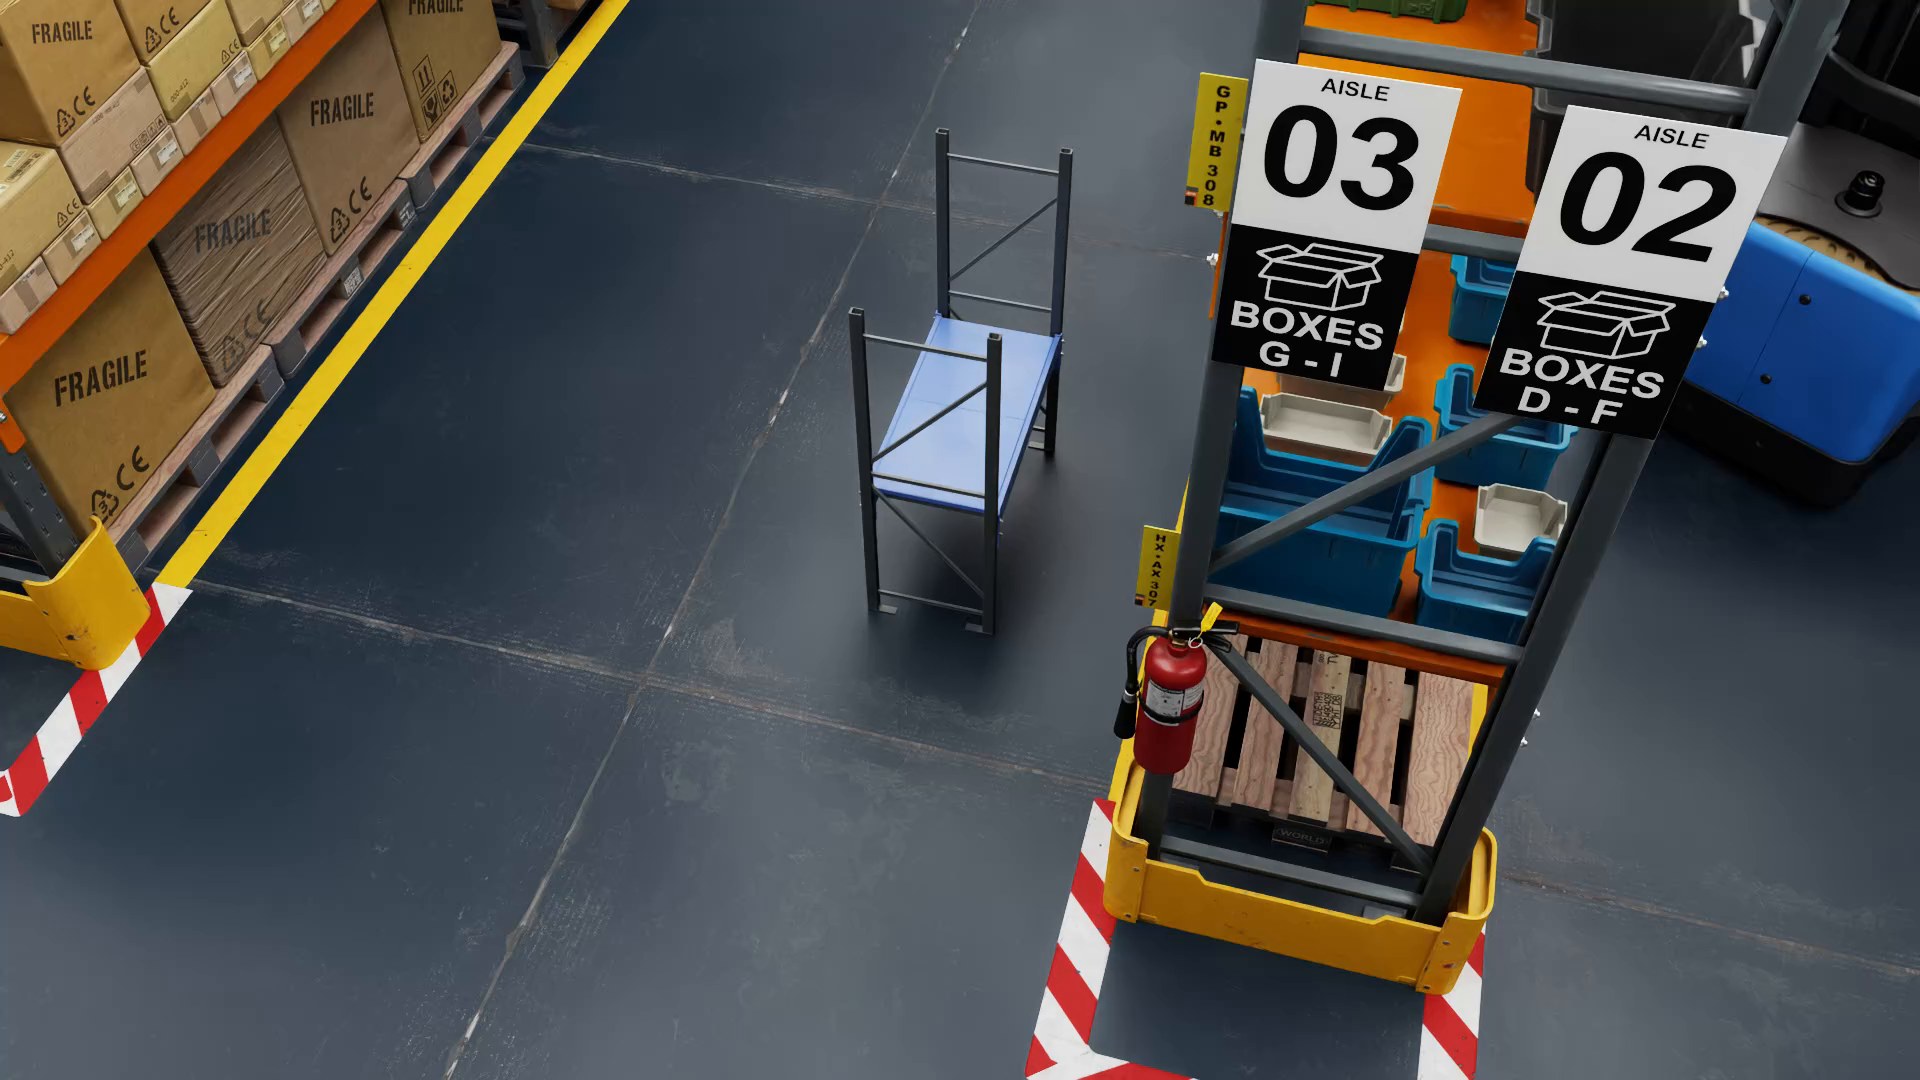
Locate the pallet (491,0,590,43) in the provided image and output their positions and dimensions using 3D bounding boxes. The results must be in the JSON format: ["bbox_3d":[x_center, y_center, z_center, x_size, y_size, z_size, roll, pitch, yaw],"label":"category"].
[{"bbox_3d":[-2.527,-3.290,9.432,1.003,0.211,1.213,12,50,10],"label":"pallet"}]

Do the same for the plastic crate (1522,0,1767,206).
[{"bbox_3d":[1.438,-0.942,3.586,0.497,0.269,0.590,12,50,10],"label":"plastic crate"}]

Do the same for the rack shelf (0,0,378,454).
[{"bbox_3d":[-3.184,-1.955,6.874,1.077,0.370,4.000,12,50,10],"label":"rack shelf"}]

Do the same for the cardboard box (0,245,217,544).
[{"bbox_3d":[-3.619,-0.661,6.389,0.875,0.875,0.875,12,50,10],"label":"cardboard box"}]

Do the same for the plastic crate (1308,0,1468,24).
[{"bbox_3d":[1.052,-1.462,4.099,0.450,0.188,0.336,12,50,10],"label":"plastic crate"}]

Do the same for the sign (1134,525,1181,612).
[{"bbox_3d":[0.533,0.080,4.489,0.100,0.325,0.005,12,50,10],"label":"sign"}]

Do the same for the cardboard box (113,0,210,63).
[{"bbox_3d":[-3.061,-2.075,5.901,0.500,0.500,0.500,10,49,9],"label":"cardboard box"}]

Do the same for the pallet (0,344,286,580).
[{"bbox_3d":[-3.575,-0.418,6.897,1.003,0.211,1.213,12,50,10],"label":"pallet"}]

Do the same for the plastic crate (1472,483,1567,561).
[{"bbox_3d":[1.615,-0.031,4.832,0.250,0.136,0.298,12,50,10],"label":"plastic crate"}]

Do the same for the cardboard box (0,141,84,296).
[{"bbox_3d":[-3.323,-1.090,5.531,0.500,0.250,0.500,10,49,9],"label":"cardboard box"}]

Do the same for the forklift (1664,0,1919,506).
[{"bbox_3d":[4.197,-2.110,6.576,1.130,2.935,3.031,36,58,28],"label":"forklift"}]

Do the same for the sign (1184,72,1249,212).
[{"bbox_3d":[0.533,-0.824,3.465,0.100,0.325,0.005,12,50,10],"label":"sign"}]

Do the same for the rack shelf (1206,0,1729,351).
[{"bbox_3d":[1.594,-1.971,4.887,1.077,0.370,4.000,12,50,10],"label":"rack shelf"}]

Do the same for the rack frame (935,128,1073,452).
[{"bbox_3d":[0.156,-0.926,6.486,0.500,1.500,0.032,12,50,10],"label":"rack frame"}]

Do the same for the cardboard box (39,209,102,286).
[{"bbox_3d":[-3.232,-1.041,5.755,0.380,0.149,0.250,11,49,9],"label":"cardboard box"}]

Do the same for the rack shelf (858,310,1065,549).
[{"bbox_3d":[0.022,-0.439,6.296,0.538,0.185,1.000,12,50,10],"label":"rack shelf"}]

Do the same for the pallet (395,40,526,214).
[{"bbox_3d":[-2.933,-2.183,8.455,1.003,0.211,1.213,12,50,10],"label":"pallet"}]

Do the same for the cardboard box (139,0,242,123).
[{"bbox_3d":[-3.057,-1.830,6.185,0.500,0.250,0.500,10,49,9],"label":"cardboard box"}]

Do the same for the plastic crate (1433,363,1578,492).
[{"bbox_3d":[1.624,-0.324,5.026,0.416,0.233,0.300,12,50,10],"label":"plastic crate"}]

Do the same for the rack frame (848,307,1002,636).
[{"bbox_3d":[-0.111,-0.190,5.836,0.500,1.500,0.032,12,50,10],"label":"rack frame"}]

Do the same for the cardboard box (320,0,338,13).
[{"bbox_3d":[-2.760,-2.342,6.903,0.380,0.149,0.250,11,49,9],"label":"cardboard box"}]

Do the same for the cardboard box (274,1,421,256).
[{"bbox_3d":[-3.145,-1.963,7.538,0.875,0.875,0.875,12,50,10],"label":"cardboard box"}]

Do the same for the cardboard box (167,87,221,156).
[{"bbox_3d":[-3.030,-1.599,6.247,0.380,0.149,0.250,11,49,9],"label":"cardboard box"}]

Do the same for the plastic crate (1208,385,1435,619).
[{"bbox_3d":[0.976,-0.080,4.675,0.616,0.435,0.499,12,50,10],"label":"plastic crate"}]

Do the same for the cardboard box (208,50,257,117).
[{"bbox_3d":[-2.962,-1.786,6.412,0.380,0.149,0.250,11,50,10],"label":"cardboard box"}]

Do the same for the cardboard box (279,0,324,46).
[{"bbox_3d":[-2.828,-2.158,6.741,0.380,0.149,0.250,12,50,11],"label":"cardboard box"}]

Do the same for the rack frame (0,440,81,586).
[{"bbox_3d":[-3.710,-0.747,5.327,1.000,3.000,0.127,12,50,10],"label":"rack frame"}]

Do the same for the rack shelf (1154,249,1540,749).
[{"bbox_3d":[1.594,-0.978,6.011,1.077,0.370,4.000,12,50,10],"label":"rack shelf"}]

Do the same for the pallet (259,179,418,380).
[{"bbox_3d":[-3.252,-1.298,7.673,1.003,0.211,1.213,12,50,10],"label":"pallet"}]

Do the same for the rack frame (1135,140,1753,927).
[{"bbox_3d":[1.068,0.231,4.465,1.000,3.000,0.127,12,50,10],"label":"rack frame"}]

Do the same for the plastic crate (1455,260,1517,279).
[{"bbox_3d":[1.876,-1.017,5.637,0.416,0.233,0.300,12,50,10],"label":"plastic crate"}]

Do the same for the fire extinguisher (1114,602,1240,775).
[{"bbox_3d":[0.590,0.399,4.616,0.296,0.674,0.183,12,50,10],"label":"fire extinguisher"}]

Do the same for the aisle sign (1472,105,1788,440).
[{"bbox_3d":[1.336,-0.519,3.392,0.394,0.787,0.004,12,50,10],"label":"aisle sign"}]

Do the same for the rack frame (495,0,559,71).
[{"bbox_3d":[-2.657,-3.640,7.881,1.000,3.000,0.127,12,50,10],"label":"rack frame"}]

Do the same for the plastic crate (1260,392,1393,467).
[{"bbox_3d":[1.108,-0.328,5.093,0.396,0.136,0.243,12,50,10],"label":"plastic crate"}]

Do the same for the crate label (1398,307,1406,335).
[{"bbox_3d":[1.248,-0.741,5.458,0.396,0.136,0.243,12,50,10],"label":"crate label"}]

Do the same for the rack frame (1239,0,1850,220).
[{"bbox_3d":[1.068,-1.755,2.215,1.000,3.000,0.127,12,50,10],"label":"rack frame"}]

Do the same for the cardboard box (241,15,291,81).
[{"bbox_3d":[-2.895,-1.968,6.573,0.380,0.149,0.250,10,49,9],"label":"cardboard box"}]

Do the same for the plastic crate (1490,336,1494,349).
[{"bbox_3d":[1.793,-0.522,5.265,0.250,0.136,0.298,12,50,10],"label":"plastic crate"}]

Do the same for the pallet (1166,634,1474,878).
[{"bbox_3d":[1.323,0.564,6.030,1.003,0.211,1.213,12,50,10],"label":"pallet"}]

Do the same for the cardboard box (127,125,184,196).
[{"bbox_3d":[-3.098,-1.415,6.085,0.380,0.149,0.250,11,49,9],"label":"cardboard box"}]

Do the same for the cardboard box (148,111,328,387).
[{"bbox_3d":[-3.379,-1.320,6.970,0.875,0.875,0.875,12,50,10],"label":"cardboard box"}]

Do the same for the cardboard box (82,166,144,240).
[{"bbox_3d":[-3.165,-1.227,5.918,0.380,0.149,0.250,11,49,9],"label":"cardboard box"}]

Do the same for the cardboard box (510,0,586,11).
[{"bbox_3d":[-2.508,-3.543,8.932,1.225,0.875,0.875,12,50,10],"label":"cardboard box"}]

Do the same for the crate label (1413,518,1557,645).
[{"bbox_3d":[1.451,0.152,4.605,0.416,0.233,0.303,12,50,10],"label":"crate label"}]

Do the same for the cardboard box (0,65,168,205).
[{"bbox_3d":[-3.193,-1.467,5.864,0.500,0.250,0.500,11,49,10],"label":"cardboard box"}]

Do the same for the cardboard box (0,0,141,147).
[{"bbox_3d":[-3.192,-1.699,5.570,0.500,0.500,0.500,10,49,9],"label":"cardboard box"}]

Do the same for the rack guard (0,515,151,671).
[{"bbox_3d":[-3.717,0.098,6.249,1.175,0.500,0.348,12,50,10],"label":"rack guard"}]

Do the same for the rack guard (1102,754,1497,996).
[{"bbox_3d":[1.074,1.078,5.384,1.175,0.500,0.348,12,50,10],"label":"rack guard"}]

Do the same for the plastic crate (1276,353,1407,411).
[{"bbox_3d":[1.198,-0.534,5.276,0.396,0.136,0.243,12,50,10],"label":"plastic crate"}]

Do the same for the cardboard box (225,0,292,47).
[{"bbox_3d":[-2.925,-2.208,6.519,0.500,0.250,0.500,11,49,9],"label":"cardboard box"}]

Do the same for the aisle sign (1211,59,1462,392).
[{"bbox_3d":[0.766,-0.635,3.495,0.394,0.787,0.004,12,50,10],"label":"aisle sign"}]

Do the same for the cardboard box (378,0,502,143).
[{"bbox_3d":[-2.908,-2.614,8.113,0.875,0.875,0.875,12,50,10],"label":"cardboard box"}]

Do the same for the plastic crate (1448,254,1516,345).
[{"bbox_3d":[1.797,-0.800,5.446,0.416,0.233,0.300,12,50,10],"label":"plastic crate"}]

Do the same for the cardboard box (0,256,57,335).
[{"bbox_3d":[-3.298,-0.855,5.591,0.380,0.149,0.250,12,50,10],"label":"cardboard box"}]

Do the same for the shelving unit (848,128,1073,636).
[{"bbox_3d":[0.022,-0.558,6.161,0.538,1.500,1.048,12,50,10],"label":"shelving unit"}]
